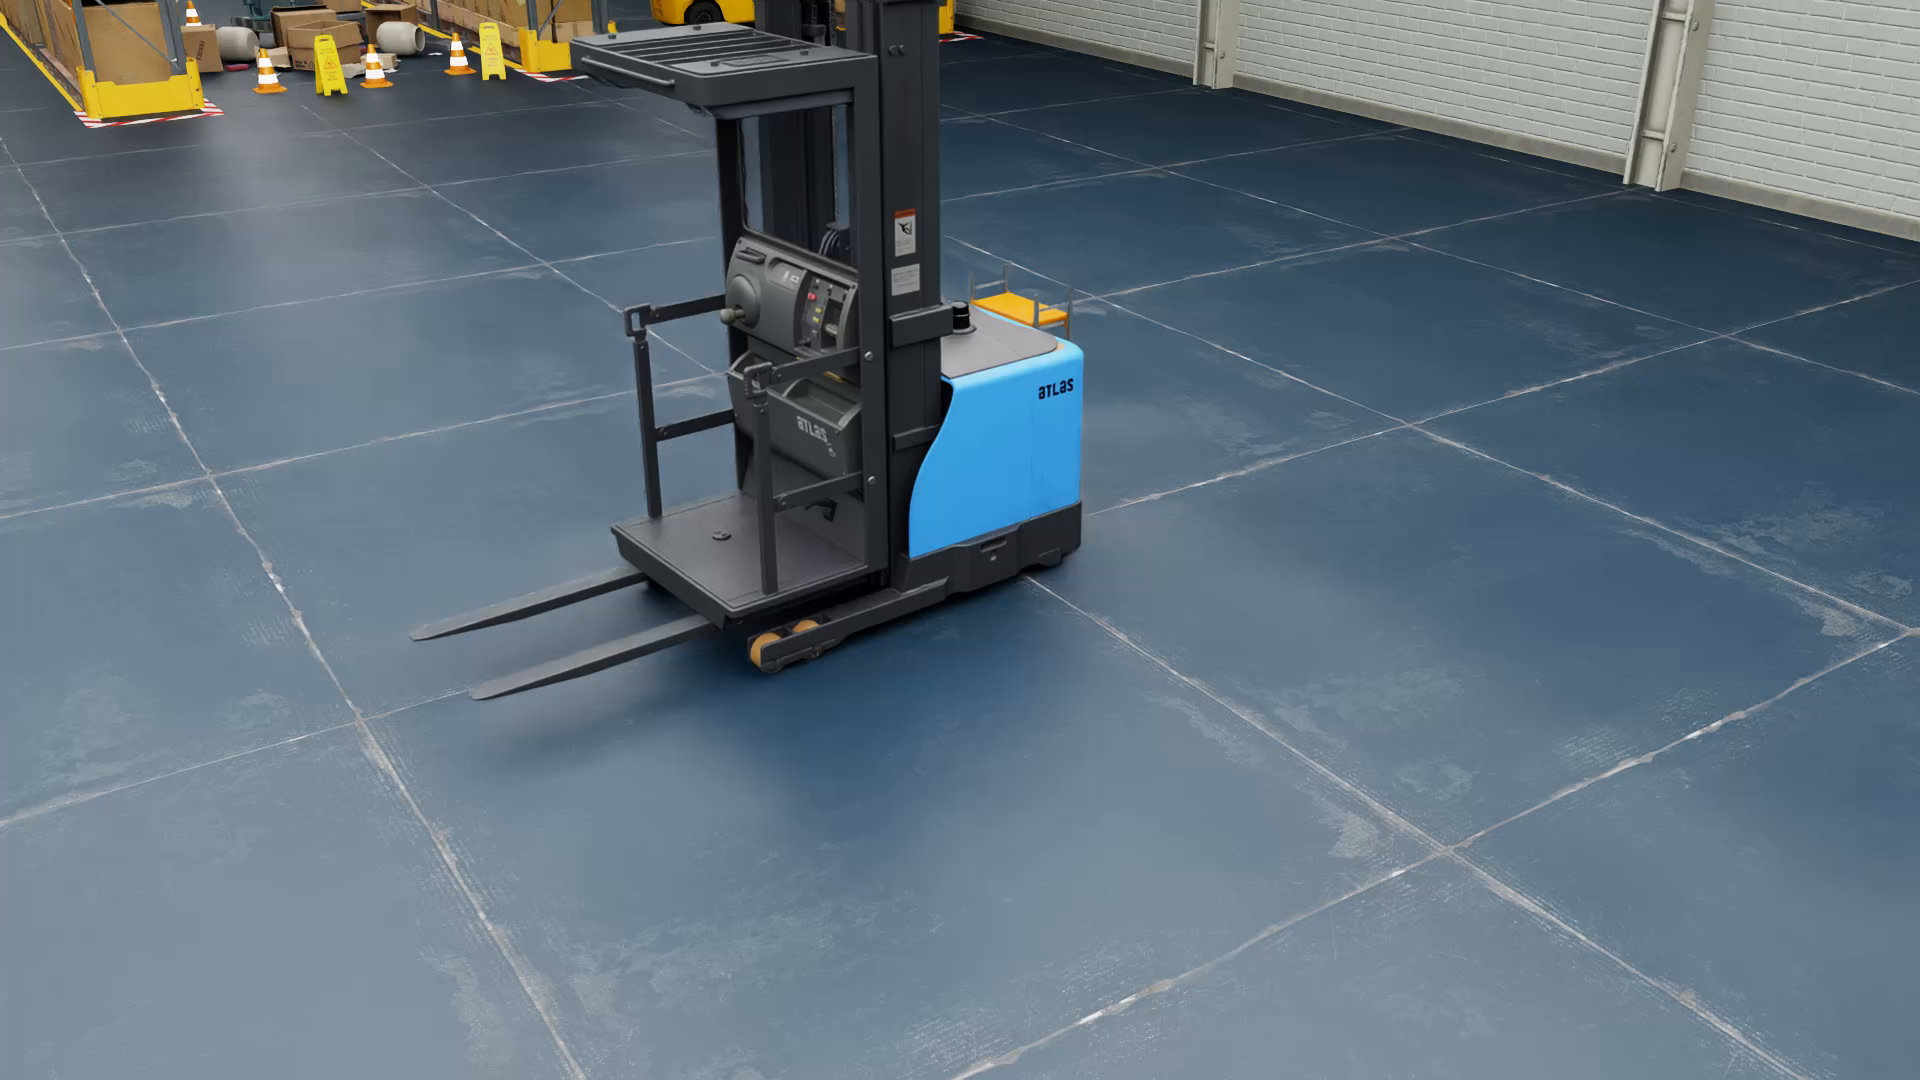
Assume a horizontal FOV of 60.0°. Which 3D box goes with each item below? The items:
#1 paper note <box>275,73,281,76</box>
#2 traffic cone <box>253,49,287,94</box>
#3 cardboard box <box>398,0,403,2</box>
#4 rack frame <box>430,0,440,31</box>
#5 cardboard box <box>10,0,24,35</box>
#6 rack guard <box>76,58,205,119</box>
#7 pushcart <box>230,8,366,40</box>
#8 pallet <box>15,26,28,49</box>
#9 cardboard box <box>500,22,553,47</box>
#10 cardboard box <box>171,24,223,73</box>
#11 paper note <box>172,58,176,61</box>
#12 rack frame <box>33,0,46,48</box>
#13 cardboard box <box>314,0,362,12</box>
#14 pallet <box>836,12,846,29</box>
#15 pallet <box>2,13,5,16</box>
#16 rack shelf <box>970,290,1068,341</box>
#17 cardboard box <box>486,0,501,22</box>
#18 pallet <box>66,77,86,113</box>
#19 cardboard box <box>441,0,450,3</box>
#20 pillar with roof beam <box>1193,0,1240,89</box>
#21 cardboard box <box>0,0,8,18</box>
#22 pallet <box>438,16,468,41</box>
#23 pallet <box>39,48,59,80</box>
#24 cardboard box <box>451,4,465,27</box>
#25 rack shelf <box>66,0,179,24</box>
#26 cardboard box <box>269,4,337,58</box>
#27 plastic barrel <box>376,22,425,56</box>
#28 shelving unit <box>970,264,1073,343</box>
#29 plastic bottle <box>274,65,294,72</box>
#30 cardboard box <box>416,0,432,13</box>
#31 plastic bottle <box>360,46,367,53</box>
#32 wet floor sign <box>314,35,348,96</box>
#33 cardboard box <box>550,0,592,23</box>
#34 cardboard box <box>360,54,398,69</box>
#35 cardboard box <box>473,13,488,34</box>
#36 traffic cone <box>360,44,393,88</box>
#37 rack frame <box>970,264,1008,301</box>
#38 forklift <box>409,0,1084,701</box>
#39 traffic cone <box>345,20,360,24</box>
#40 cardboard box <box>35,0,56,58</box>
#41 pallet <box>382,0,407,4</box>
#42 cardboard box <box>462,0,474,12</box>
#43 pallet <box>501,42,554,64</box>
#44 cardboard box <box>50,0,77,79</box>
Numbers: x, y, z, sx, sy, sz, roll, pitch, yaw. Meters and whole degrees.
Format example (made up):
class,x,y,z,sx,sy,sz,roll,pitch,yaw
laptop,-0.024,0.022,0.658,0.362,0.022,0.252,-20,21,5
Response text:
class,x,y,z,sx,sy,sz,roll,pitch,yaw
paper note,-8.322,-5.655,20.195,0.144,0.017,0.142,-6,26,-12
traffic cone,-8.011,-5.430,19.211,0.336,0.463,0.334,-16,29,-30
cardboard box,-8.067,-8.370,25.054,0.950,0.372,0.625,-14,29,-28
rack frame,-7.002,-8.677,23.117,1.000,3.000,0.127,-16,29,-30
cardboard box,-12.032,-7.207,22.146,1.050,0.750,0.750,-16,29,-30
rack guard,-8.898,-4.918,18.082,1.175,0.500,0.348,-16,29,-30
pushcart,-8.885,-6.942,22.514,0.936,0.377,1.648,18,31,33
pallet,-12.249,-6.922,22.665,1.003,0.211,1.213,-16,29,-30
cardboard box,-5.498,-6.428,21.082,0.500,0.250,0.500,-16,29,-30
cardboard box,-9.387,-6.042,20.461,0.500,0.500,0.500,-10,27,-21
paper note,-9.969,-6.116,21.168,0.142,0.020,0.147,7,26,15
rack frame,-11.094,-7.487,20.597,1.000,3.000,0.127,-16,29,-30
cardboard box,-8.477,-7.464,22.588,0.500,0.500,0.500,-16,29,-30
pallet,-1.114,-7.407,23.694,1.003,0.211,1.213,-16,29,-30
pallet,-13.703,-7.937,24.816,1.003,0.211,1.213,-16,29,-30
rack shelf,0.298,-1.090,8.232,0.258,0.148,0.480,-19,31,-34
cardboard box,-5.762,-6.944,21.296,0.500,0.500,0.500,-14,29,-28
pallet,-9.413,-5.064,18.729,1.003,0.211,1.213,-16,29,-30
cardboard box,-6.906,-7.689,22.874,0.500,0.500,0.500,-14,29,-27
pillar with roof beam,-0.618,-8.427,15.560,9.100,9.000,0.400,-16,29,-30
cardboard box,-13.021,-7.852,23.513,1.050,0.750,0.750,-16,30,-30
pallet,-6.606,-7.184,23.221,1.003,0.211,1.213,-16,29,-30
pallet,-10.745,-5.936,20.578,1.003,0.211,1.213,-16,29,-30
cardboard box,-6.606,-7.161,22.635,0.500,0.250,0.500,-14,29,-27
rack shelf,-10.003,-6.447,19.235,1.077,0.370,4.000,-16,29,-30
cardboard box,-8.416,-6.550,21.376,0.797,0.637,0.503,-16,29,-30
plastic barrel,-7.215,-6.467,21.454,0.512,0.421,0.421,3,25,6
shelving unit,0.298,-0.734,8.400,0.258,1.200,0.503,-19,31,-34
plastic bottle,-8.352,-5.818,20.502,0.283,0.061,0.133,18,31,33
cardboard box,-7.291,-7.866,23.985,0.950,0.372,0.625,-15,29,-29
plastic bottle,-7.869,-6.450,21.841,0.133,0.061,0.283,-10,27,-21
wet floor sign,-7.236,-5.443,19.025,0.267,0.644,0.232,-22,33,-38
cardboard box,-5.041,-6.893,21.189,0.500,0.500,0.500,-17,30,-31
cardboard box,-7.226,-5.955,20.691,0.380,0.149,0.250,-1,25,-3
cardboard box,-6.052,-6.792,21.854,0.500,0.250,0.500,-17,30,-31
traffic cone,-6.879,-5.572,19.512,0.336,0.463,0.334,-16,29,-30
rack frame,0.146,-0.816,8.573,0.240,1.200,0.015,-19,31,-34
forklift,-0.889,-1.016,6.968,3.031,2.935,1.130,-18,31,-34
traffic cone,-8.852,-7.647,23.907,0.336,0.463,0.334,-16,29,-30
cardboard box,-10.810,-6.475,20.450,0.875,0.875,0.875,-15,29,-29
pallet,-8.099,-8.131,25.227,1.003,0.211,1.213,-16,29,-30
cardboard box,-6.323,-7.314,22.081,0.500,0.500,0.500,-14,29,-27
pallet,-5.274,-6.312,21.372,1.003,0.211,1.213,-16,29,-30
cardboard box,-9.818,-5.827,19.077,0.875,0.875,0.875,-16,30,-30
